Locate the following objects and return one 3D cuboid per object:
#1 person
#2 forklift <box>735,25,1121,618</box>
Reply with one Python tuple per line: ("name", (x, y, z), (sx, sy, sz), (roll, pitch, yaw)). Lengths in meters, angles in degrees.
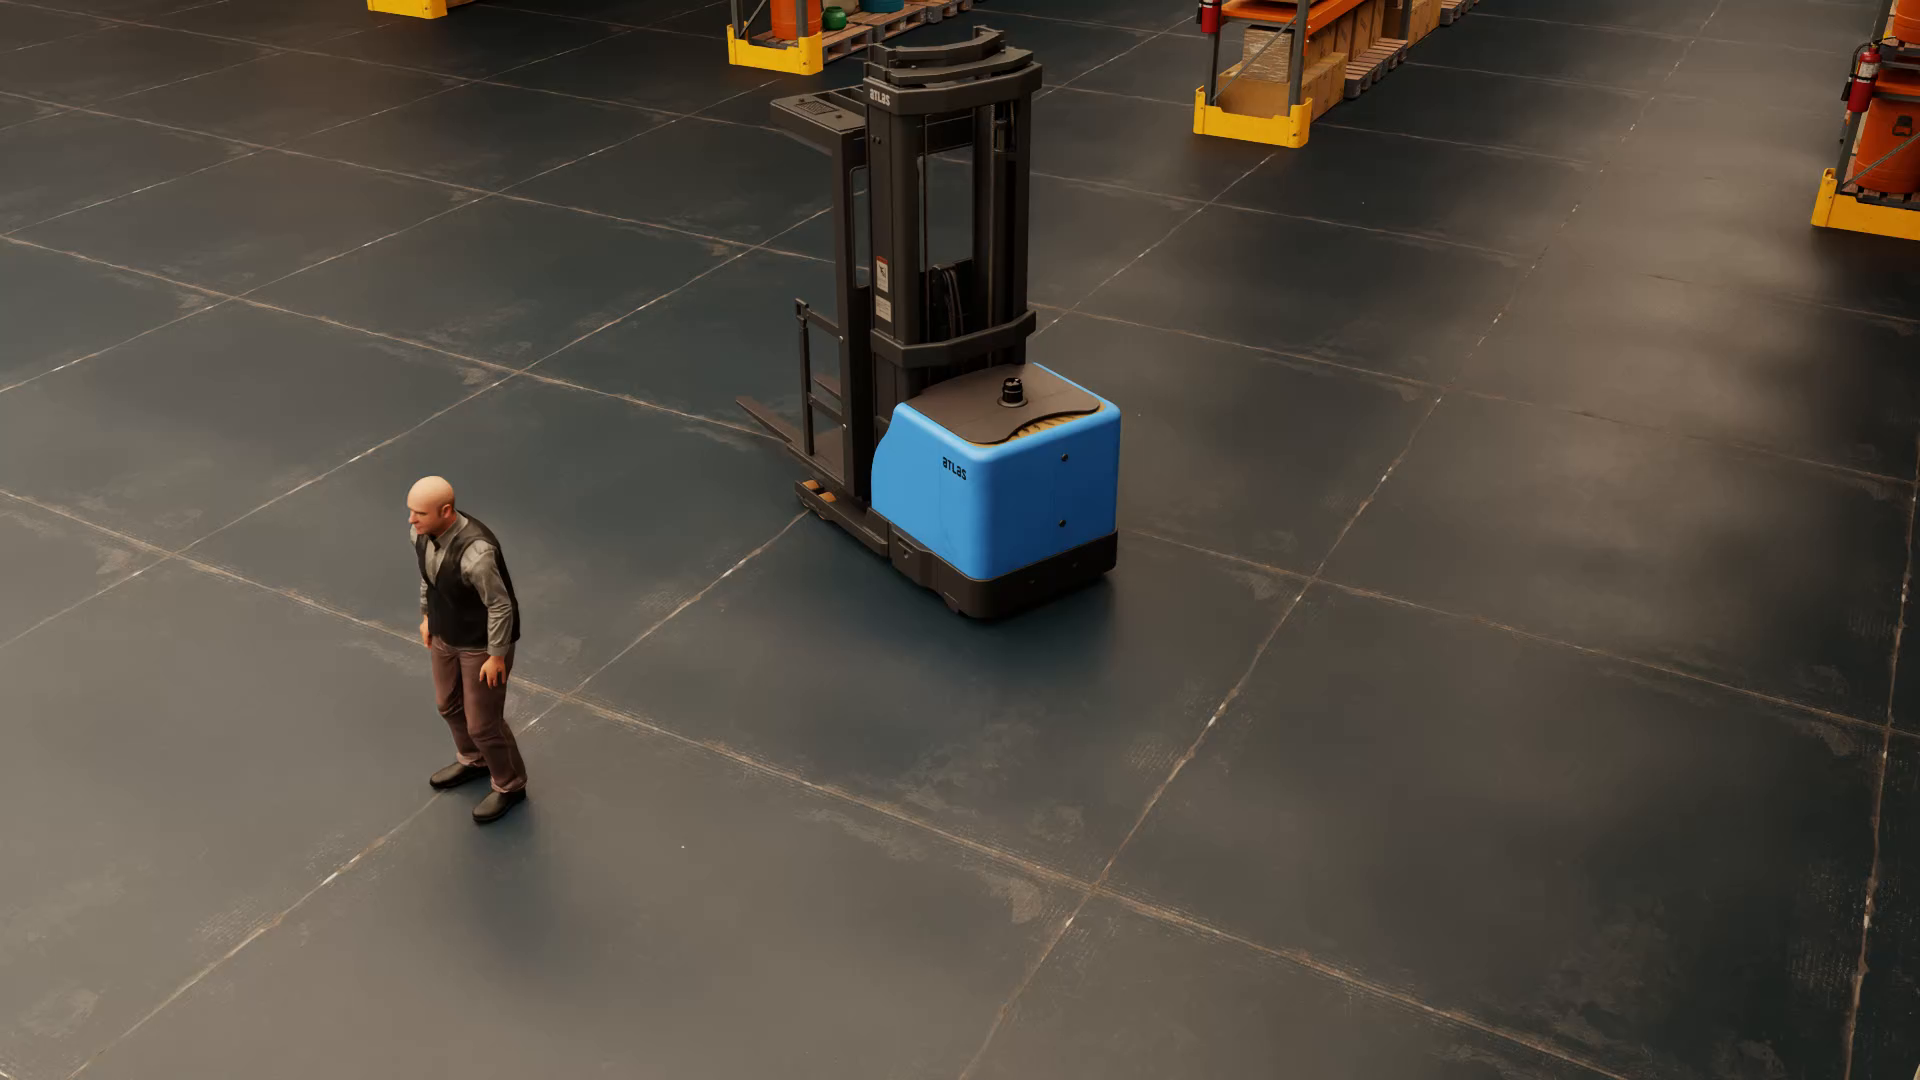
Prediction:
("person", (-2.211, 0.451, 7.503), (0.586, 1.720, 0.427), (24, 38, 35))
("forklift", (-0.366, -1.523, 9.709), (1.130, 2.935, 3.031), (-20, 35, -30))
